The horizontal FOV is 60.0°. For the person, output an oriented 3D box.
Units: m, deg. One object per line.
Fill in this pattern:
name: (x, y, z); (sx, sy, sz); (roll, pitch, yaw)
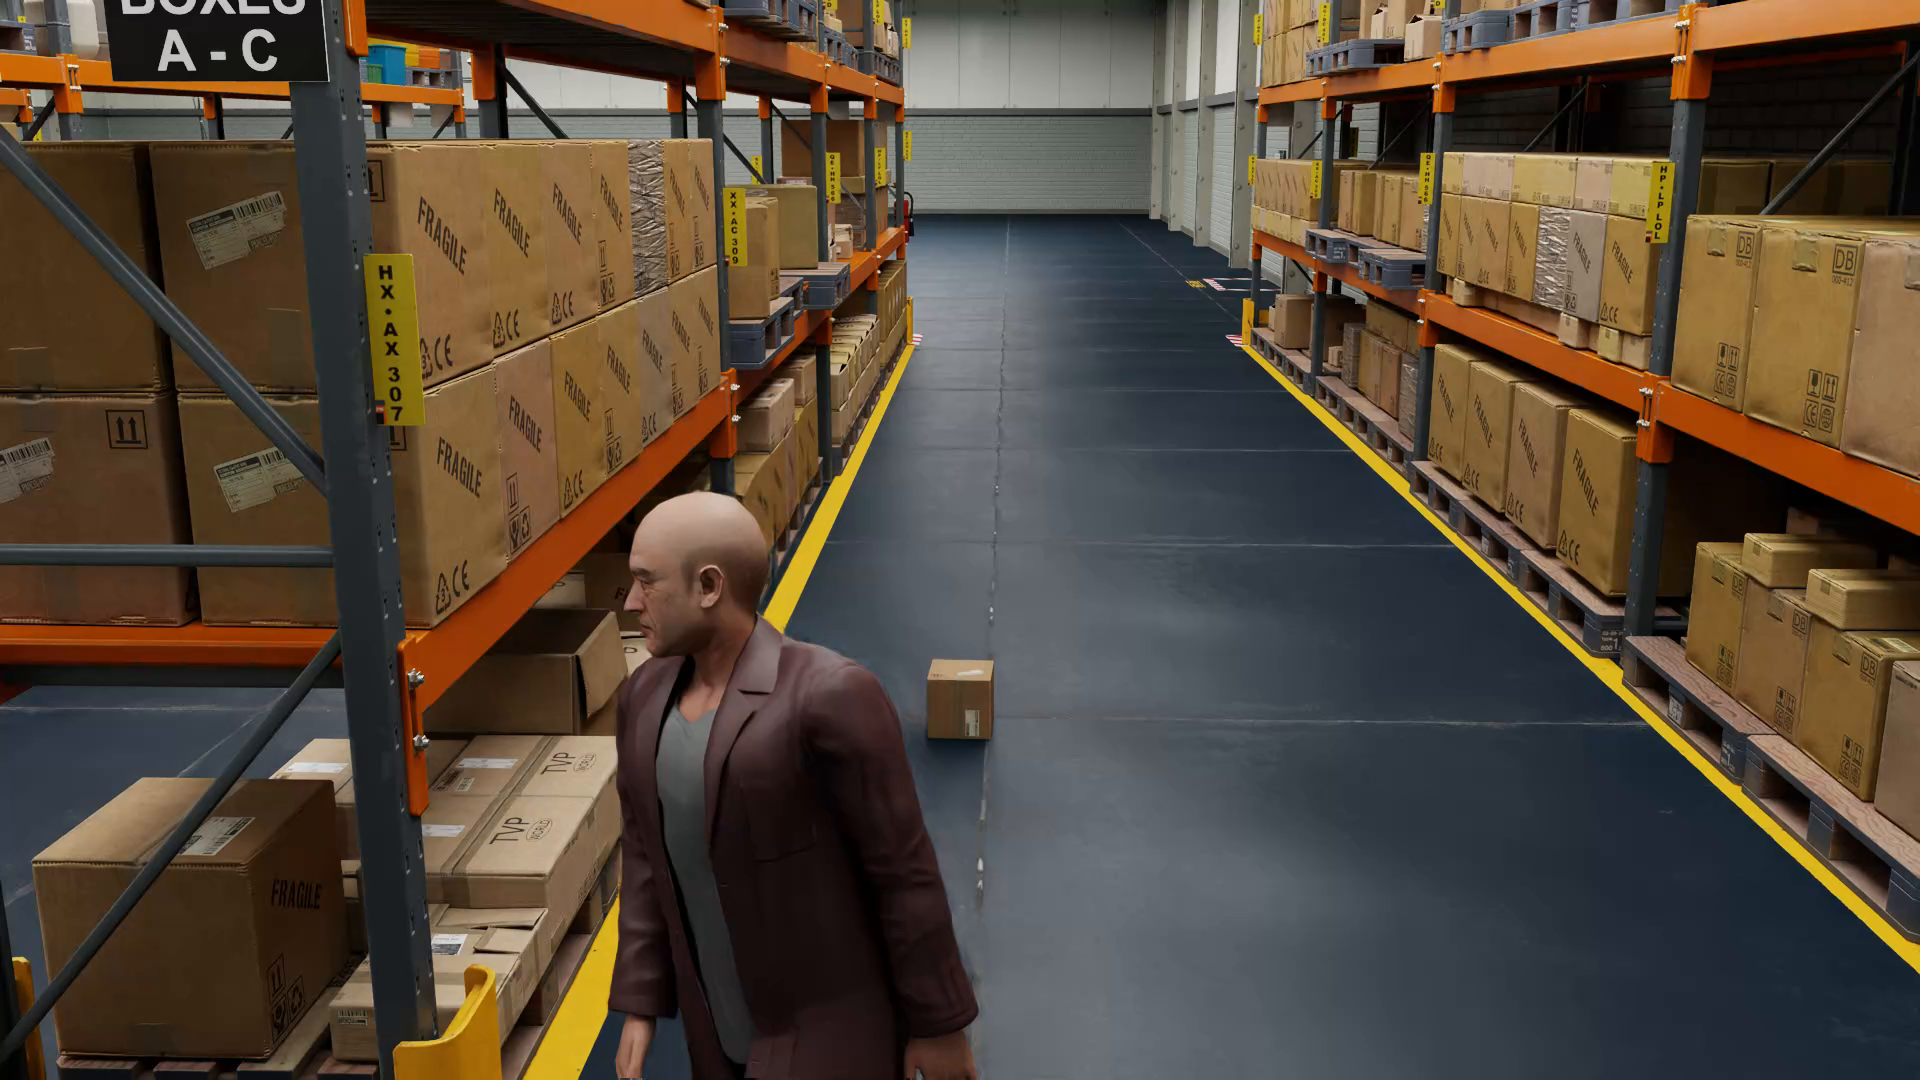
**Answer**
person: (-0.336, 0.812, 2.661); (0.652, 1.771, 0.716); (10, 17, 35)
